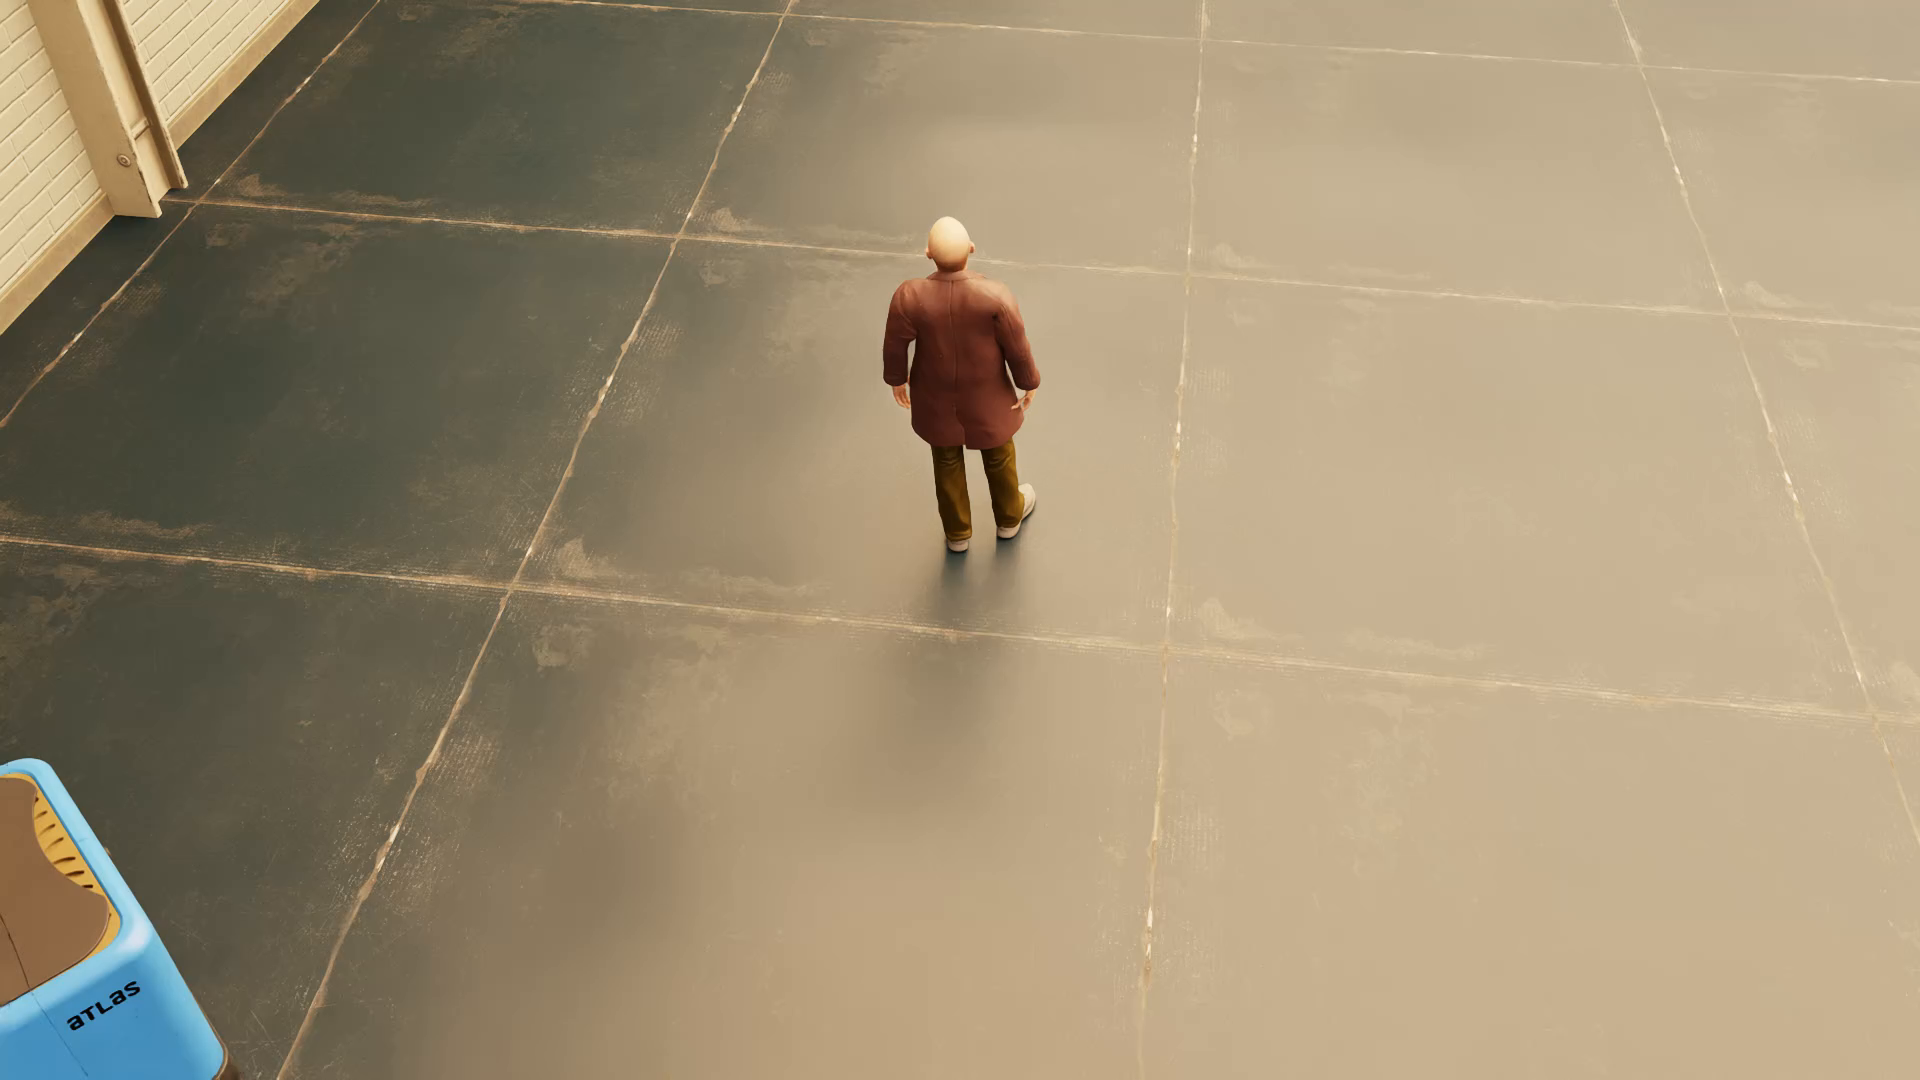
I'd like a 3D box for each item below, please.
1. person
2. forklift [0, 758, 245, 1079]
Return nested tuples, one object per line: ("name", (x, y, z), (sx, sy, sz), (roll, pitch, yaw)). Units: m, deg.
("person", (0.016, -0.721, 7.351), (0.696, 1.778, 0.579), (5, 43, 6))
("forklift", (-3.872, 1.323, 4.284), (3.031, 2.935, 1.130), (-31, 51, -30))
